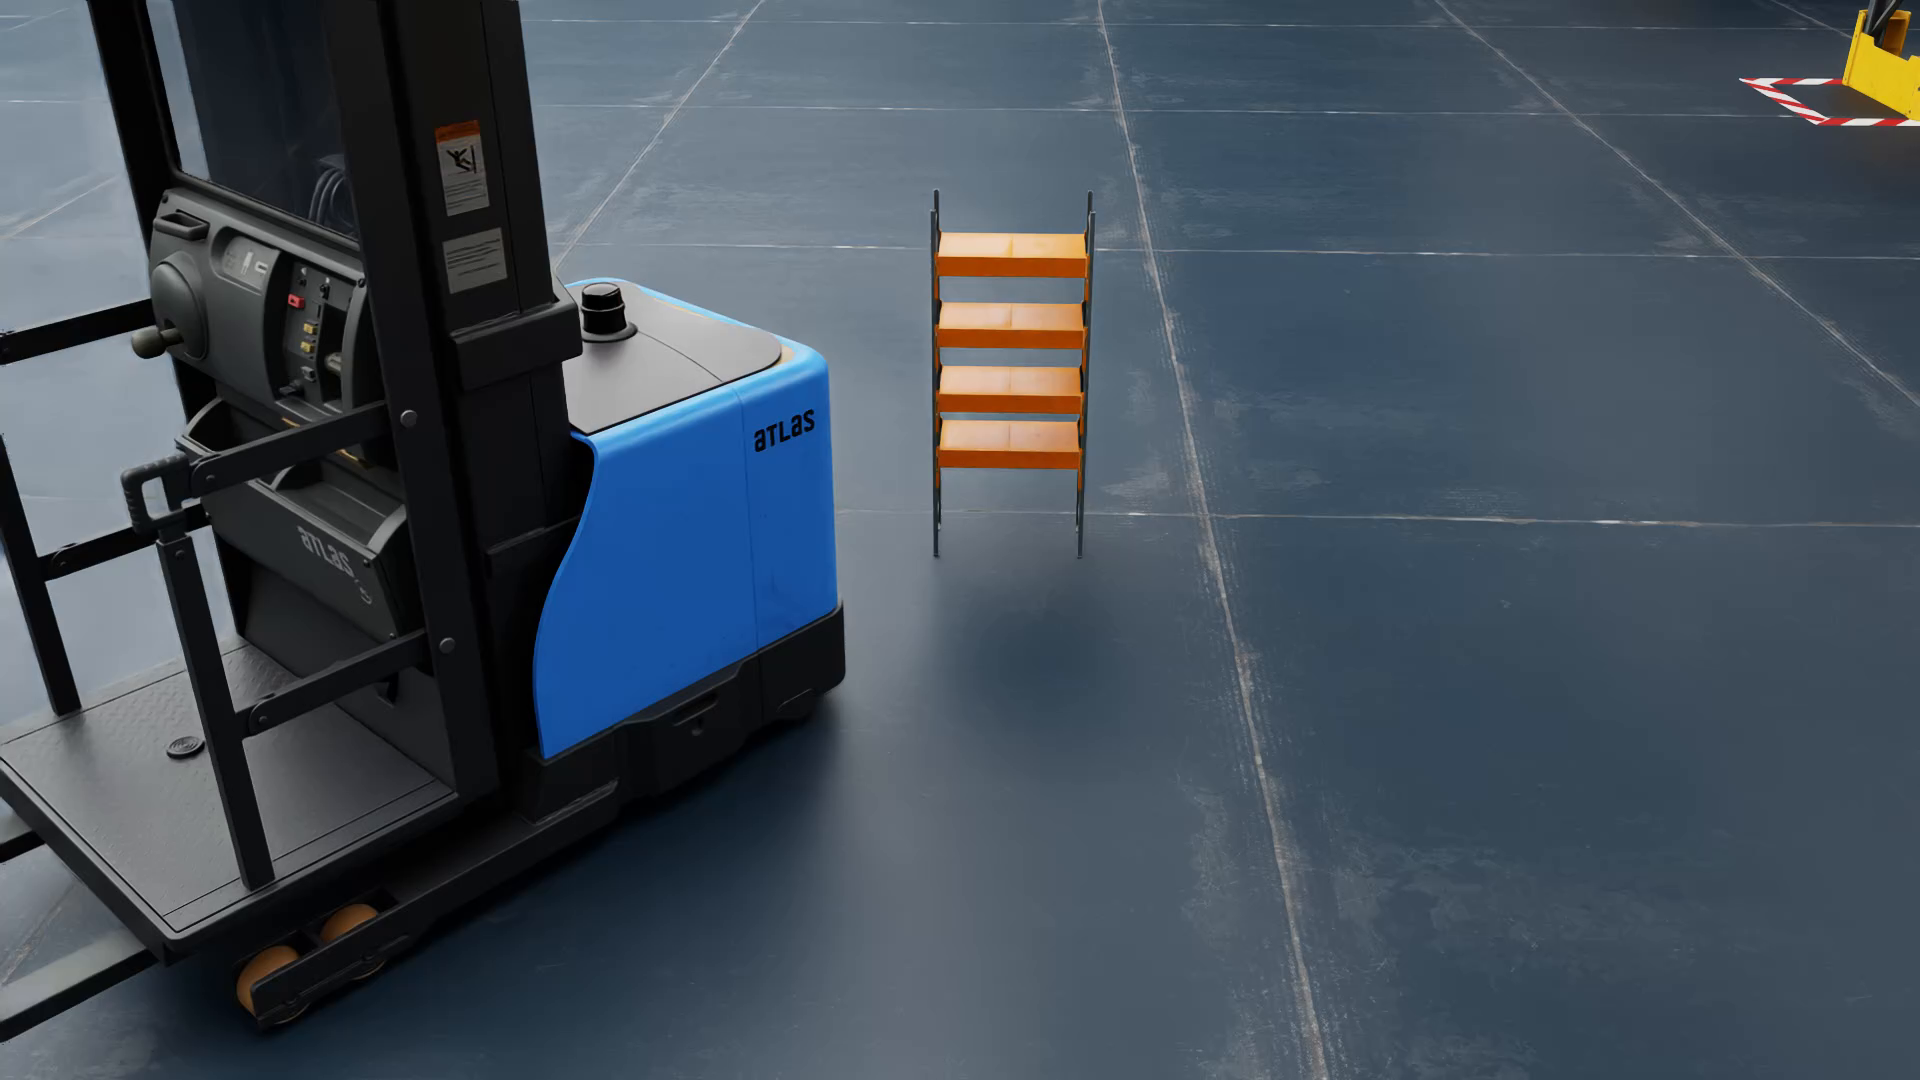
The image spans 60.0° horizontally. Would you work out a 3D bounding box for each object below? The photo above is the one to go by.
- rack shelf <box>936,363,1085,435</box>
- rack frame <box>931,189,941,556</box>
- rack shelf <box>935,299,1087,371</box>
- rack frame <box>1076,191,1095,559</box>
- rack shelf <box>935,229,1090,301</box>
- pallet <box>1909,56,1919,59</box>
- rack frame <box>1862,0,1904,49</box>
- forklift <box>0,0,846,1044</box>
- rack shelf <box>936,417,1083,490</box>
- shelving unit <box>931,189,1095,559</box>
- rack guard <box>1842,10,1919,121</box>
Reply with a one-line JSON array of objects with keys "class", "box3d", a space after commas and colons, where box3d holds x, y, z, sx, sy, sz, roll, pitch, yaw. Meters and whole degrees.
[{"class": "rack shelf", "box3d": [0.165, -0.468, 5.495, 0.480, 0.148, 0.258, 1, 28, 2]}, {"class": "rack frame", "box3d": [-0.078, -0.531, 5.471, 0.015, 1.200, 0.240, 1, 28, 2]}, {"class": "rack shelf", "box3d": [0.165, -0.666, 5.391, 0.480, 0.148, 0.258, 1, 28, 2]}, {"class": "rack frame", "box3d": [0.409, -0.523, 5.456, 0.015, 1.200, 0.240, 1, 28, 2]}, {"class": "rack shelf", "box3d": [0.165, -0.875, 5.280, 0.480, 0.148, 0.258, 1, 28, 2]}, {"class": "pallet", "box3d": [7.290, -3.087, 11.347, 1.213, 0.211, 1.003, 1, 28, 2]}, {"class": "rack frame", "box3d": [6.404, -4.350, 10.753, 0.127, 3.000, 1.000, 1, 28, 2]}, {"class": "forklift", "box3d": [-1.699, -0.486, 3.537, 1.130, 2.935, 3.031, 23, 36, 37]}, {"class": "rack shelf", "box3d": [0.165, -0.293, 5.588, 0.480, 0.148, 0.258, 1, 28, 2]}, {"class": "shelving unit", "box3d": [0.165, -0.527, 5.464, 0.503, 1.200, 0.258, 1, 28, 2]}, {"class": "rack guard", "box3d": [6.480, -3.244, 11.336, 0.348, 0.500, 1.175, 1, 28, 2]}]
